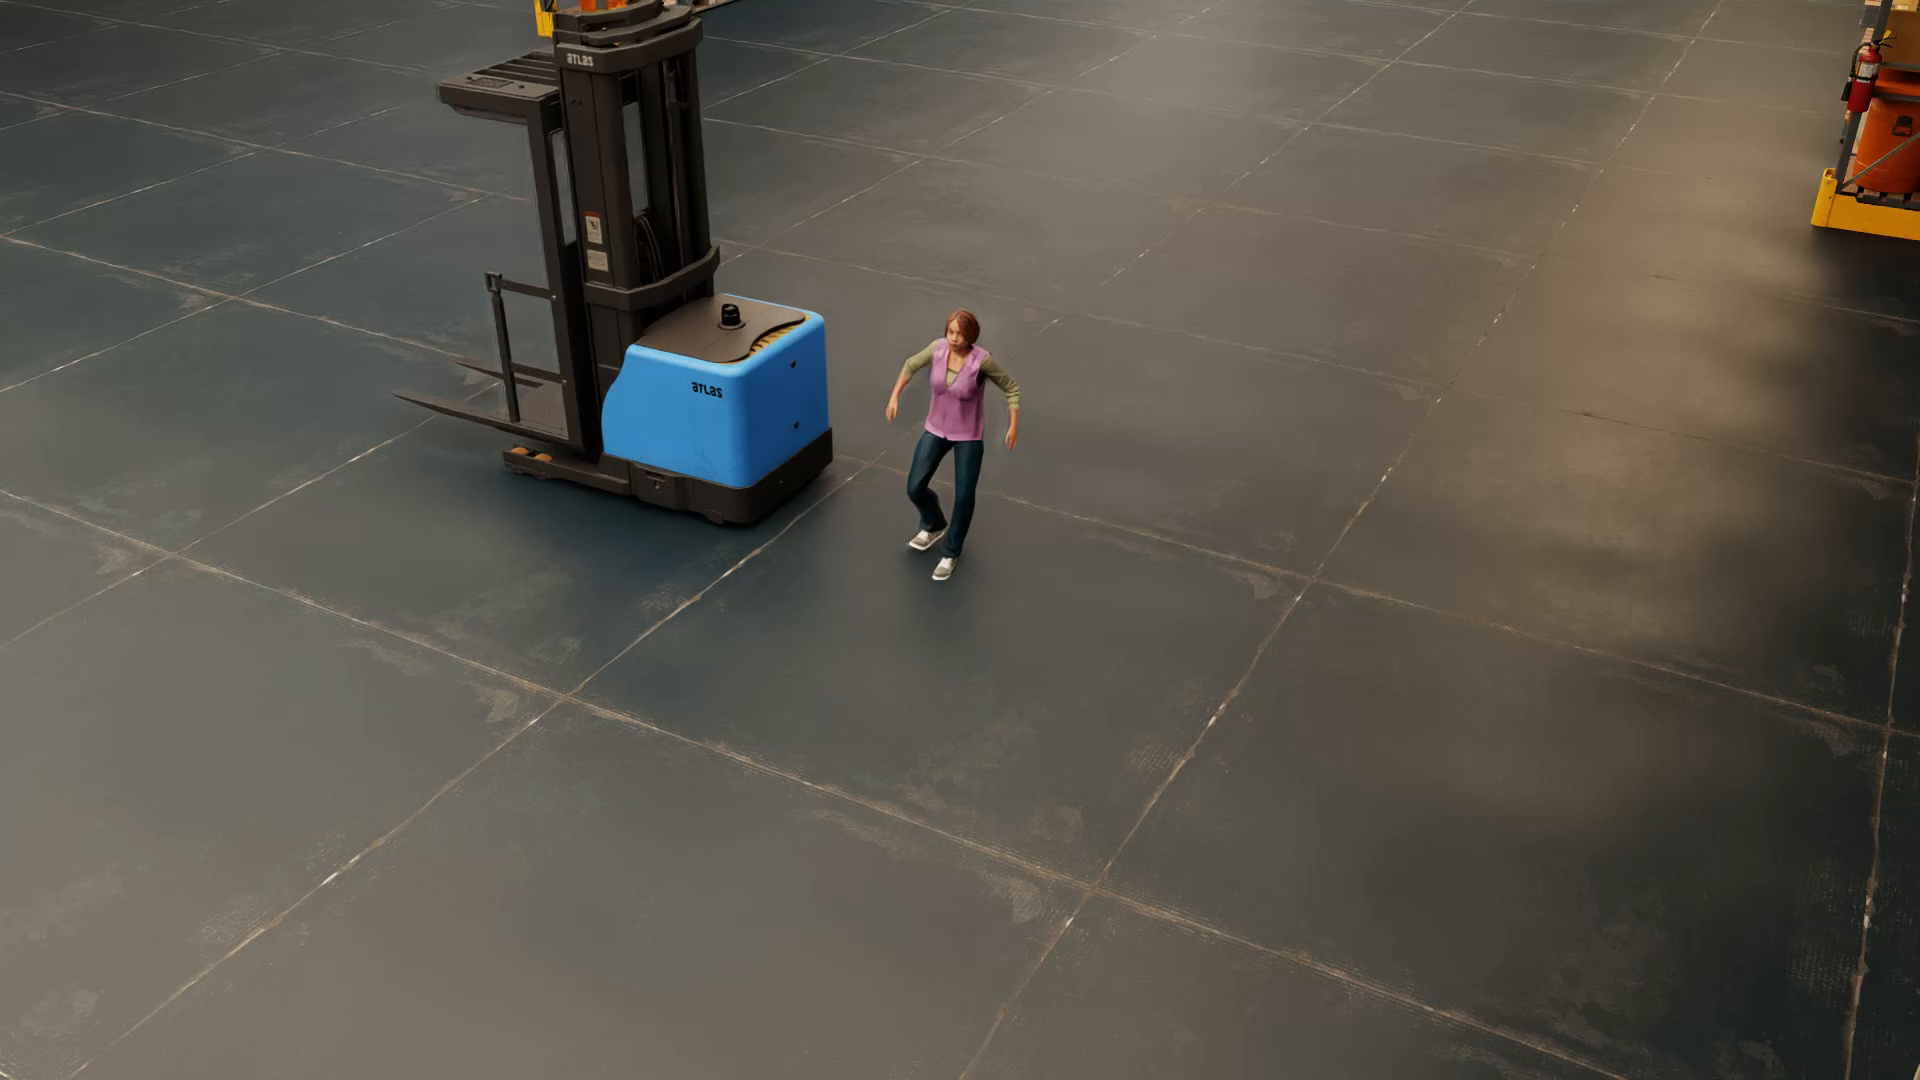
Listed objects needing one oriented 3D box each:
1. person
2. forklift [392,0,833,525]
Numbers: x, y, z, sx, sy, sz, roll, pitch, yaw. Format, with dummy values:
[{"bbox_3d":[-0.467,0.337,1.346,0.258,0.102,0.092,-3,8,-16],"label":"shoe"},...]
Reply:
[{"bbox_3d":[-0.070,-0.557,9.462,0.767,1.548,0.589,13,32,21],"label":"person"},{"bbox_3d":[-2.368,-1.873,10.315,3.031,2.935,1.130,15,33,24],"label":"forklift"}]
